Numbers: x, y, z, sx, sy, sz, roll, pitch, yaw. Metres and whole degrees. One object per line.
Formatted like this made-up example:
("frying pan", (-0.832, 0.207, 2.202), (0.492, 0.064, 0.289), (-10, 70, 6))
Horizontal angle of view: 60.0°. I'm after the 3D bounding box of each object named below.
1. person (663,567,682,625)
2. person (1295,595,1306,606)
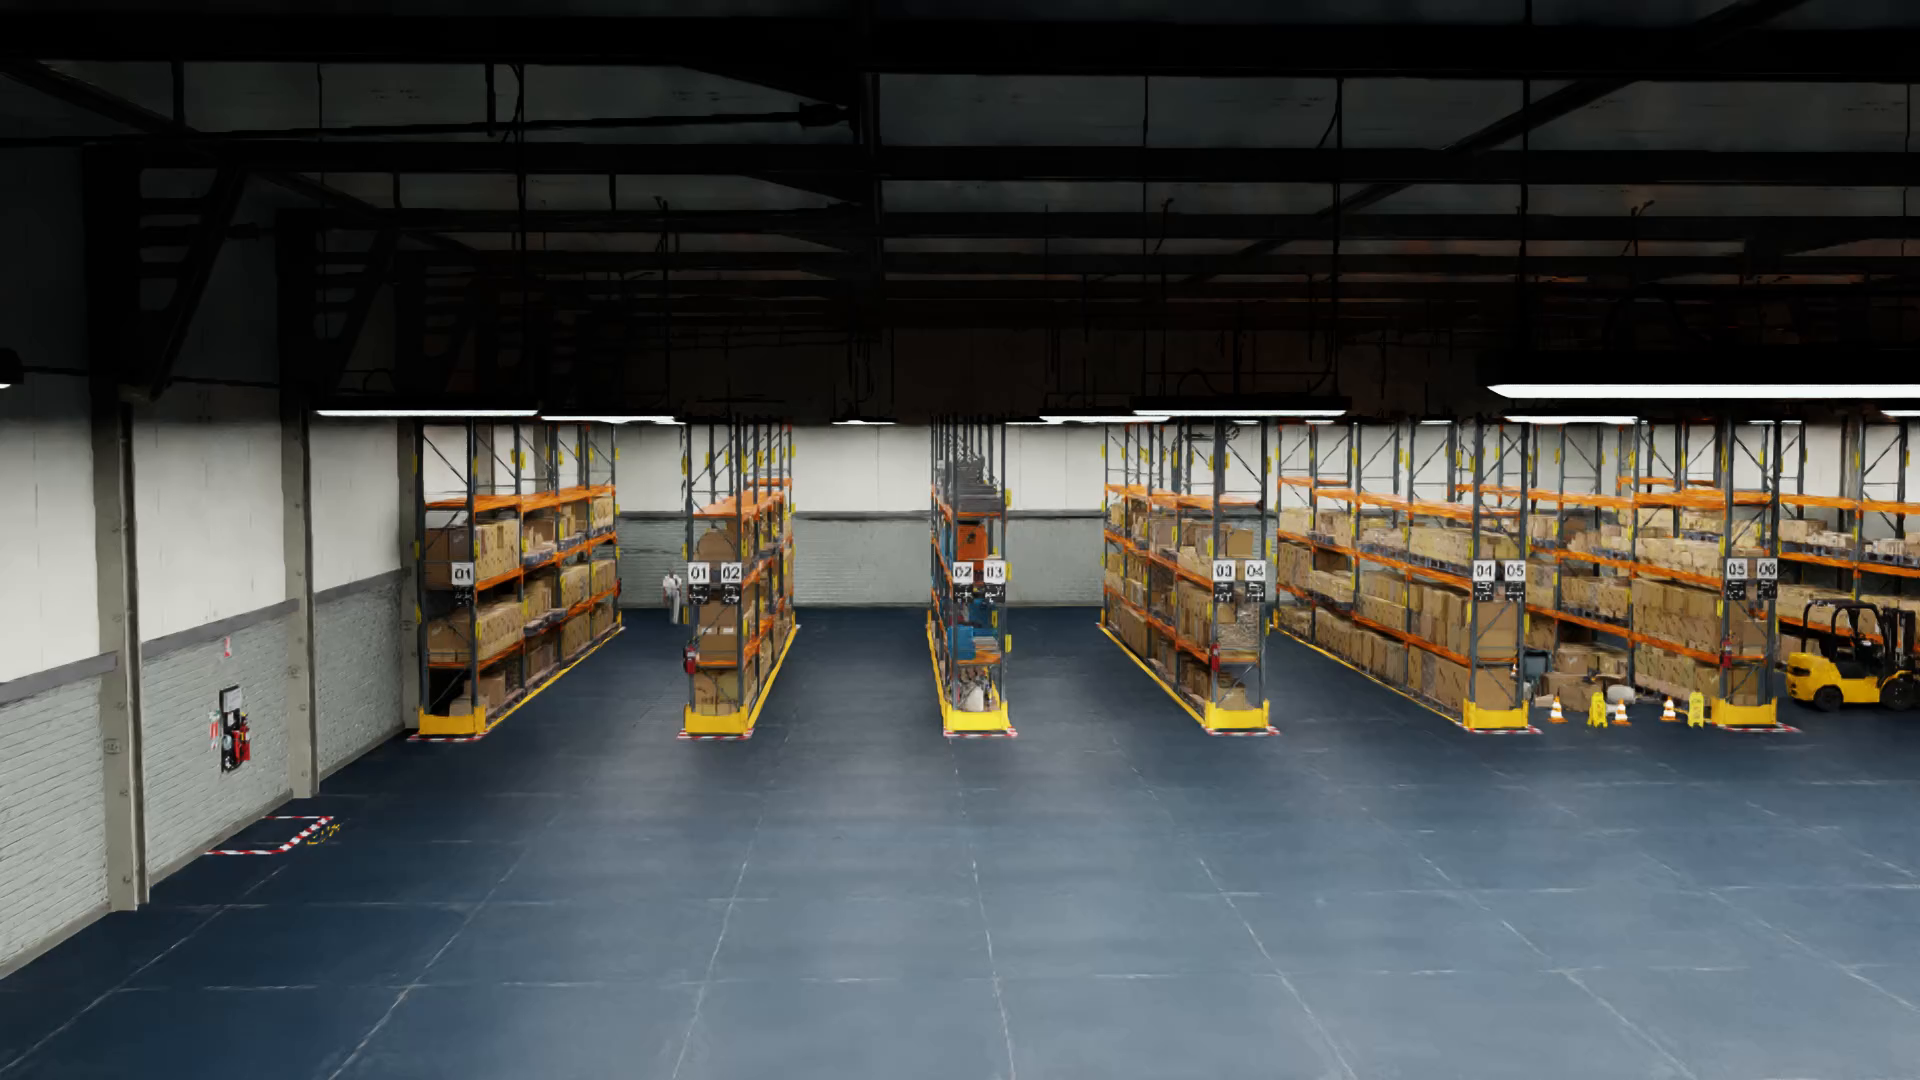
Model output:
("person", (-8.343, 1.594, 48.146), (0.542, 1.675, 1.109), (0, 4, 0))
("person", (10.451, 1.454, 51.085), (0.474, 1.588, 0.470), (3, 5, 37))
